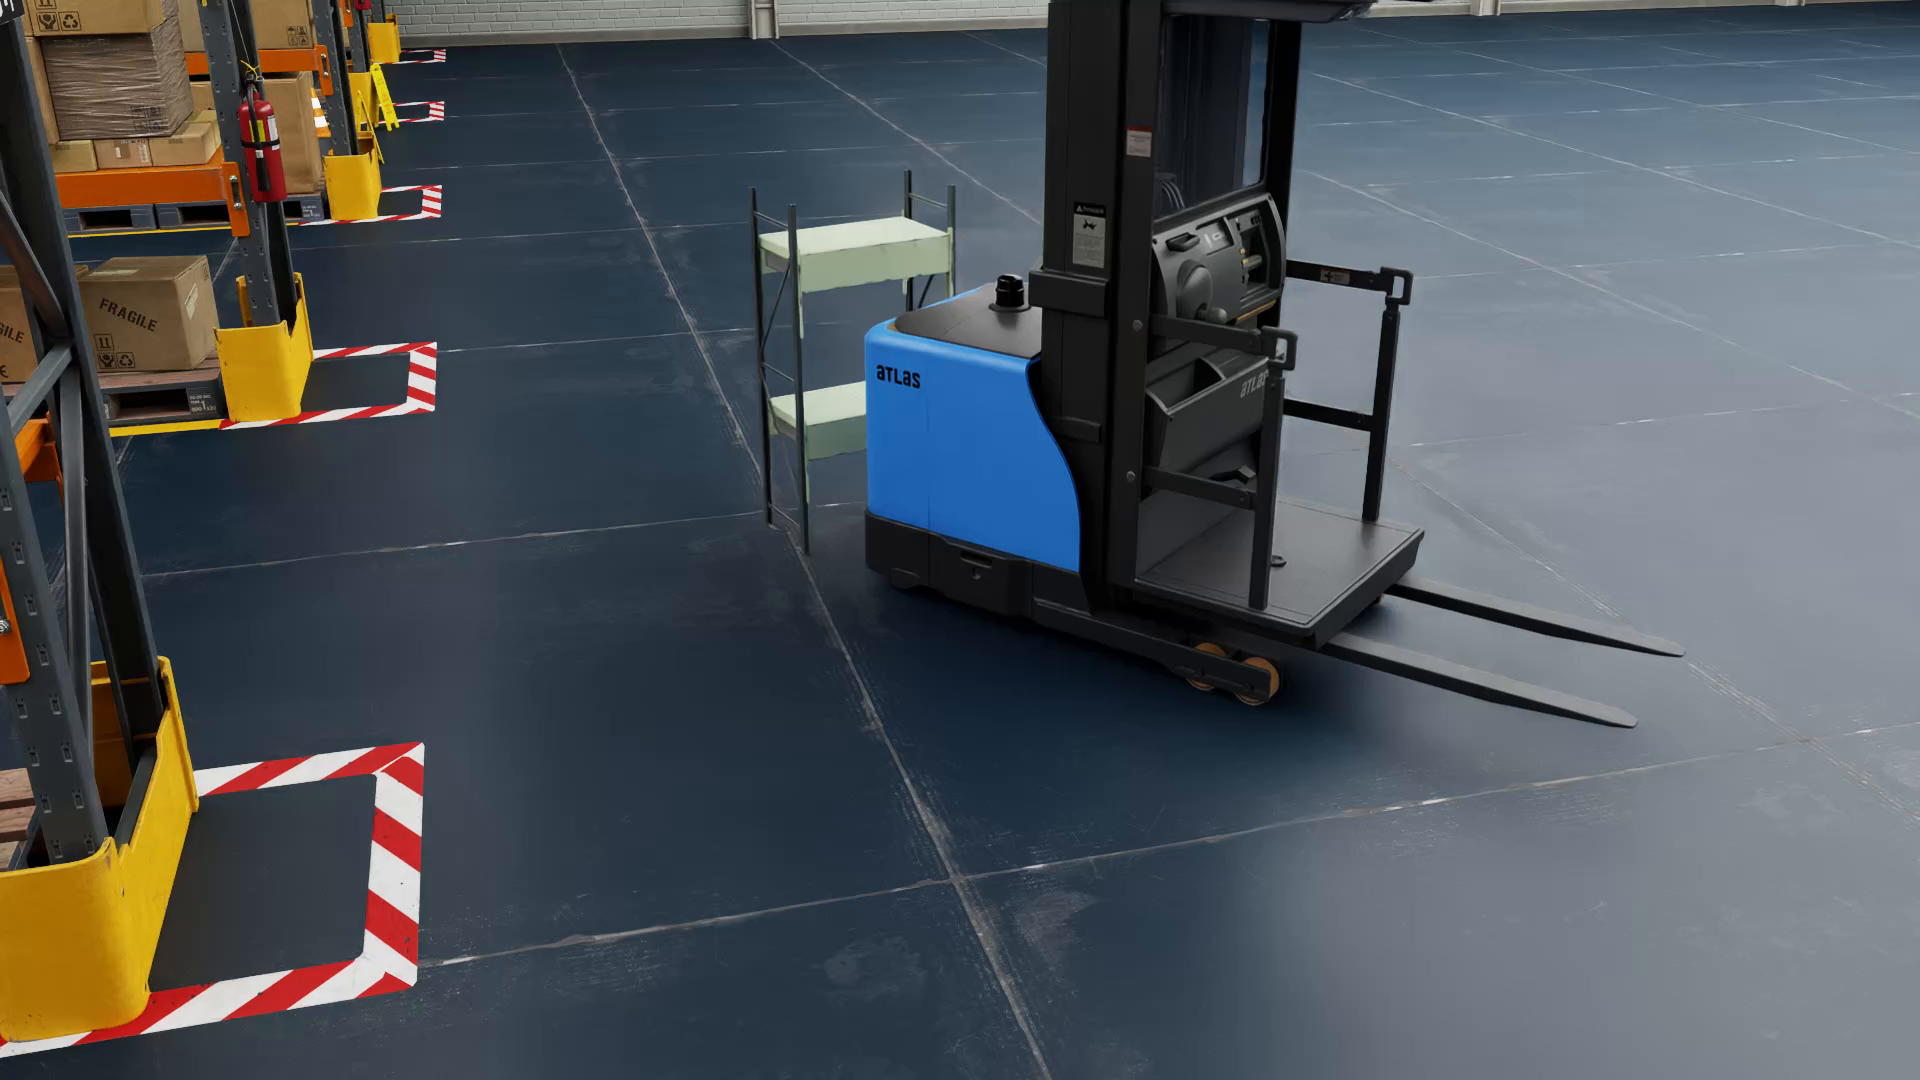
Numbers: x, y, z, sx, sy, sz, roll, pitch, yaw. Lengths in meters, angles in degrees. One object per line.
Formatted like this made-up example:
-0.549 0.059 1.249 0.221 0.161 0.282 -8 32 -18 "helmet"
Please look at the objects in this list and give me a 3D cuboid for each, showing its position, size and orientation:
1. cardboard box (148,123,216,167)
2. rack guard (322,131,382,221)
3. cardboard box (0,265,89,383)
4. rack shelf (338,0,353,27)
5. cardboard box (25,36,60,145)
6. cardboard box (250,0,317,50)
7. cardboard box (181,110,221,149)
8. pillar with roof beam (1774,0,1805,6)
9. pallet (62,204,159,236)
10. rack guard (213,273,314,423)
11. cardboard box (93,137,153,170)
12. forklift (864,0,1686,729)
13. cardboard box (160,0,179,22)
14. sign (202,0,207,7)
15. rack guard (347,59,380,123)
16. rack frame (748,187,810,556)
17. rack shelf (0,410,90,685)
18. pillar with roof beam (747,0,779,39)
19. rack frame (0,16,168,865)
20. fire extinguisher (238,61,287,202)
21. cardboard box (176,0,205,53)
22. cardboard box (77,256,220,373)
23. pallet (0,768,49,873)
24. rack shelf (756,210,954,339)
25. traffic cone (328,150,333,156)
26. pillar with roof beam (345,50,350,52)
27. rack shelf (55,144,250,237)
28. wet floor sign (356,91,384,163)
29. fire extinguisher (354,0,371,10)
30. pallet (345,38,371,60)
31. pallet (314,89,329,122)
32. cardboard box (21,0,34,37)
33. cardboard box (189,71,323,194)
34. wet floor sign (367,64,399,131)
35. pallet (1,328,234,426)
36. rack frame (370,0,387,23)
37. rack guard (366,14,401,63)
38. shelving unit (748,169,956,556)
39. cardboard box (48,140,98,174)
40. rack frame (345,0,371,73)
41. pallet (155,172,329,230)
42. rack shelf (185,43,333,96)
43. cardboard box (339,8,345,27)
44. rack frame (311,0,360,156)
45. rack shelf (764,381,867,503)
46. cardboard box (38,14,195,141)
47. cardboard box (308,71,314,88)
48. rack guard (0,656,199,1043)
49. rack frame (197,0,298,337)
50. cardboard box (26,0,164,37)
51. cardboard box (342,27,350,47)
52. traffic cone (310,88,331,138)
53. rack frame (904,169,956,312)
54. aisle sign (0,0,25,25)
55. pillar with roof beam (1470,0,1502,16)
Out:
-3.948 -2.009 8.446 0.250 0.149 0.380 -6 24 -14 "cardboard box"
-4.948 -2.980 13.562 0.348 0.500 1.175 -6 24 -14 "rack guard"
-4.901 -1.140 8.741 0.500 0.500 0.500 0 23 0 "cardboard box"
-8.332 -5.452 17.063 4.000 0.370 1.077 -6 24 -14 "rack shelf"
-4.715 -2.268 8.229 0.500 0.500 0.875 -6 24 -14 "cardboard box"
-5.317 -4.139 12.902 0.550 0.550 0.875 -6 24 -14 "cardboard box"
-4.068 -2.177 8.839 0.250 0.149 0.380 -6 24 -14 "cardboard box"
15.606 -11.826 23.399 0.400 9.000 9.100 -6 24 -14 "pillar with roof beam"
-6.893 -2.602 13.046 1.213 0.211 1.003 -6 24 -14 "pallet"
-3.802 -1.076 9.124 0.348 0.500 1.175 -6 24 -14 "rack guard"
-4.189 -1.982 8.384 0.250 0.149 0.380 -6 24 -14 "cardboard box"
1.106 -0.999 5.862 3.031 2.935 1.130 16 28 32 "forklift"
-4.332 -2.920 8.479 0.500 0.500 0.500 -6 24 -14 "cardboard box"
-3.598 -2.697 7.863 0.005 0.325 0.100 -6 24 -14 "sign"
-6.479 -4.838 17.892 0.348 0.500 1.175 -6 24 -14 "rack guard"
-0.756 -0.691 6.958 0.023 1.500 0.400 -13 27 -28 "rack frame"
-4.317 0.191 3.913 4.000 0.370 1.077 -6 24 -14 "rack shelf"
-1.724 -9.909 18.931 0.400 9.000 9.100 -6 24 -14 "pillar with roof beam"
-2.391 -0.352 4.267 0.127 3.000 1.000 -6 24 -14 "rack frame"
-3.494 -2.034 8.285 0.183 0.674 0.296 -6 24 -14 "fire extinguisher"
-5.840 -4.072 12.746 0.550 0.550 0.875 -6 24 -14 "cardboard box"
-4.335 -1.217 8.919 0.500 0.500 0.500 -2 23 -5 "cardboard box"
-3.235 1.040 4.560 1.213 0.211 1.003 -6 24 -14 "pallet"
-0.443 -1.125 6.979 0.720 0.370 0.431 -13 27 -28 "rack shelf"
-5.844 -3.909 15.772 0.334 0.463 0.336 -6 24 -14 "traffic cone"
-7.501 -9.270 17.442 0.400 9.000 9.100 -6 24 -14 "pillar with roof beam"
-5.655 -1.689 8.295 4.000 0.370 1.077 -6 24 -14 "rack shelf"
-5.479 -3.800 15.287 0.232 0.644 0.267 -11 25 -23 "wet floor sign"
-6.171 -5.797 17.054 0.183 0.674 0.296 -6 24 -14 "fire extinguisher"
-8.475 -6.501 22.132 1.213 0.211 1.003 -6 24 -14 "pallet"
-7.271 -4.633 17.779 1.213 0.211 1.003 -6 24 -14 "pallet"
-4.672 -2.667 7.890 0.500 0.500 0.500 -6 24 -14 "cardboard box"
-5.607 -3.246 13.173 0.875 0.875 0.875 -6 24 -14 "cardboard box"
-5.934 -4.527 16.983 0.232 0.644 0.267 2 23 4 "wet floor sign"
-4.594 -0.870 9.010 1.213 0.211 1.003 -6 24 -14 "pallet"
-7.750 -7.879 21.809 0.127 3.000 1.000 -6 24 -14 "rack frame"
-7.727 -6.733 22.308 0.348 0.500 1.175 -6 24 -14 "rack guard"
-0.443 -0.766 7.133 0.755 1.500 0.431 -13 27 -28 "shelving unit"
-4.415 -1.936 8.277 0.250 0.149 0.380 -6 24 -14 "cardboard box"
-6.406 -5.995 17.418 0.127 3.000 1.000 -6 24 -14 "rack frame"
-5.720 -2.730 13.345 1.213 0.211 1.003 -6 24 -14 "pallet"
-6.897 -3.583 12.709 4.000 0.370 1.077 -6 24 -14 "rack shelf"
-8.135 -6.868 21.772 0.500 0.250 0.500 -7 24 -15 "cardboard box"
-4.972 -4.127 13.063 0.127 3.000 1.000 -6 24 -14 "rack frame"
-0.443 -0.466 7.261 0.720 0.370 0.431 -13 27 -28 "rack shelf"
-4.266 -2.367 8.459 0.500 0.500 0.875 -6 24 -14 "cardboard box"
-7.257 -4.944 17.922 0.500 0.250 0.500 -7 24 -15 "cardboard box"
-2.452 0.822 4.700 0.348 0.500 1.175 -6 24 -14 "rack guard"
-3.729 -2.233 8.650 0.127 3.000 1.000 -6 24 -14 "rack frame"
-4.192 -2.723 8.019 0.500 0.500 0.500 -6 24 -14 "cardboard box"
-8.117 -6.639 21.872 0.500 0.250 0.500 -6 24 -14 "cardboard box"
-6.472 -4.294 16.670 0.334 0.463 0.336 -6 24 -14 "traffic cone"
-0.130 -0.841 7.307 0.023 1.500 0.400 -13 27 -28 "rack frame"
-2.401 -1.666 4.032 0.004 0.787 0.394 -6 24 -14 "aisle sign"
9.829 -11.187 21.910 0.400 9.000 9.100 -6 24 -14 "pillar with roof beam"
